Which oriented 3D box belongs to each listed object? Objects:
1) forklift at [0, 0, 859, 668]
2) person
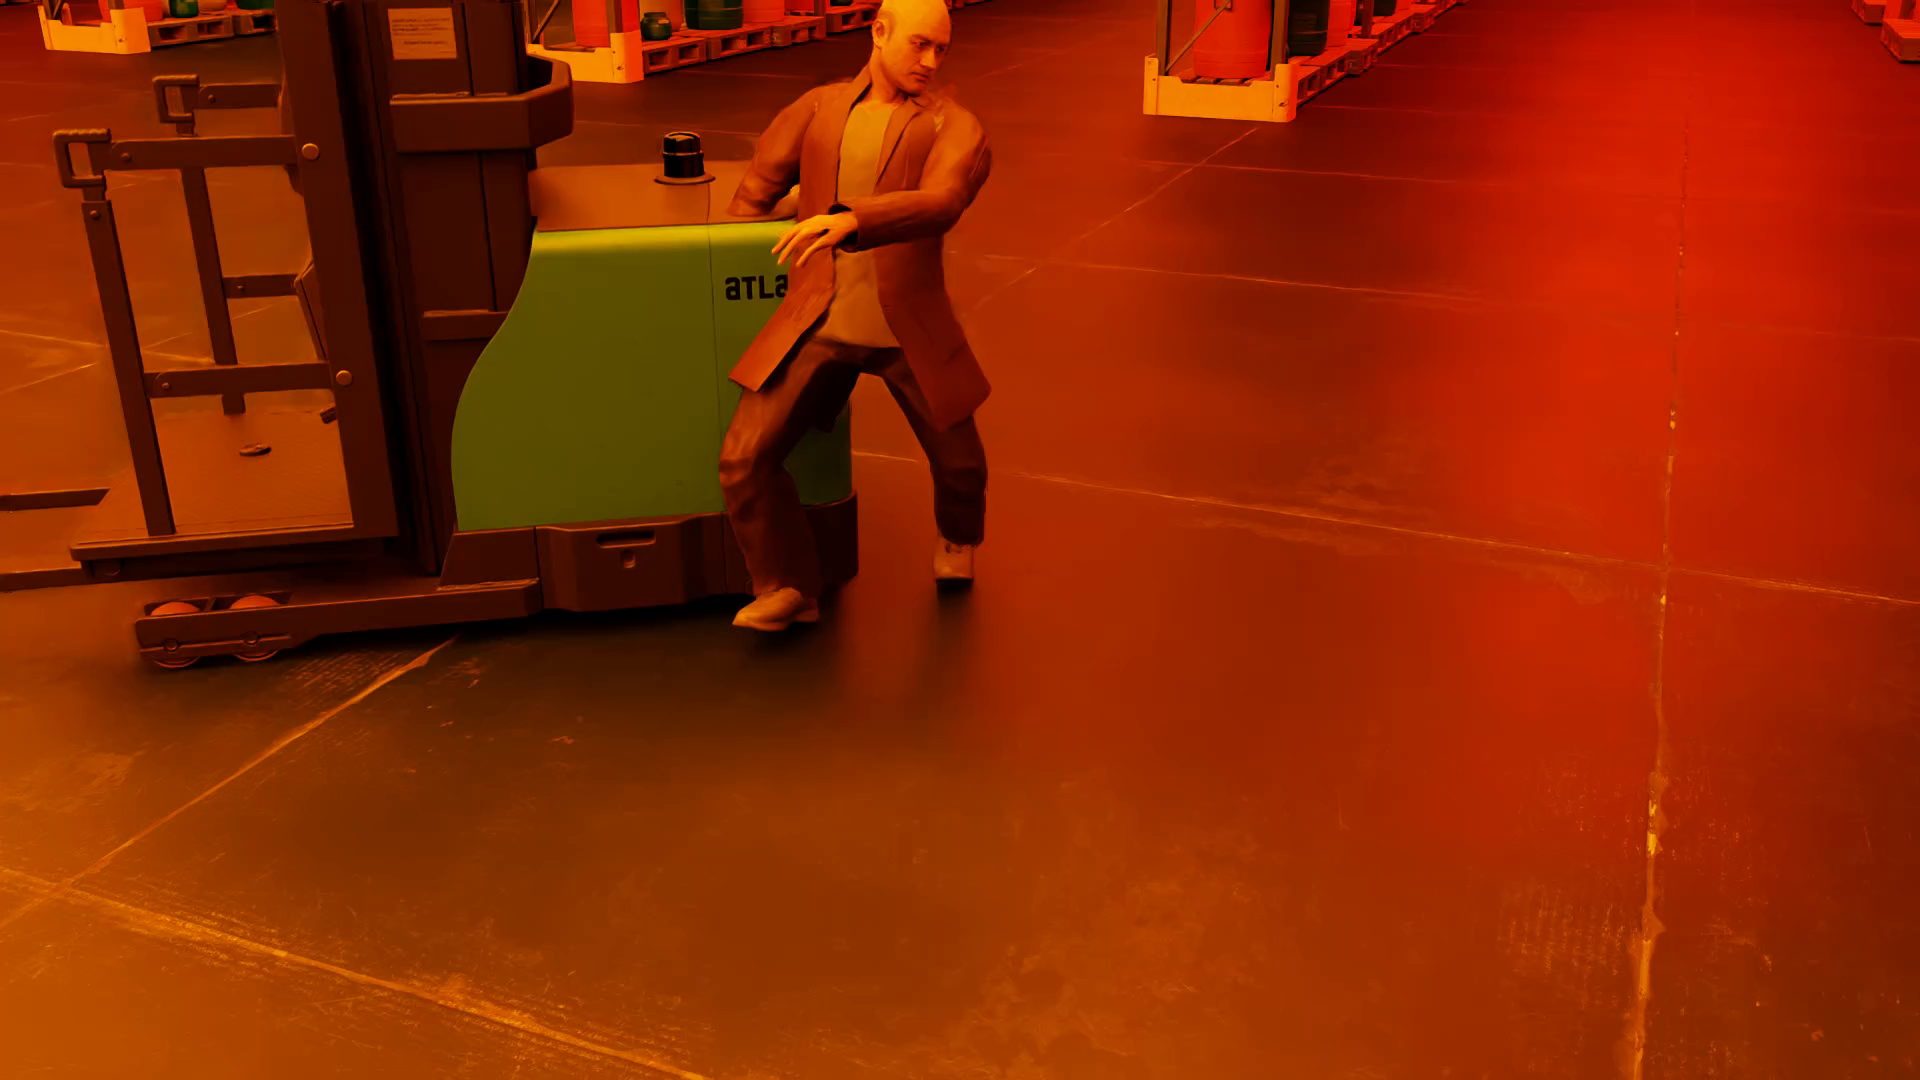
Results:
[{"bbox_3d":[-1.857,-1.243,4.267,3.031,2.935,1.130,-5,23,-11],"label":"forklift"},{"bbox_3d":[-0.326,-0.552,4.299,0.814,1.656,0.936,2,23,5],"label":"person"}]
